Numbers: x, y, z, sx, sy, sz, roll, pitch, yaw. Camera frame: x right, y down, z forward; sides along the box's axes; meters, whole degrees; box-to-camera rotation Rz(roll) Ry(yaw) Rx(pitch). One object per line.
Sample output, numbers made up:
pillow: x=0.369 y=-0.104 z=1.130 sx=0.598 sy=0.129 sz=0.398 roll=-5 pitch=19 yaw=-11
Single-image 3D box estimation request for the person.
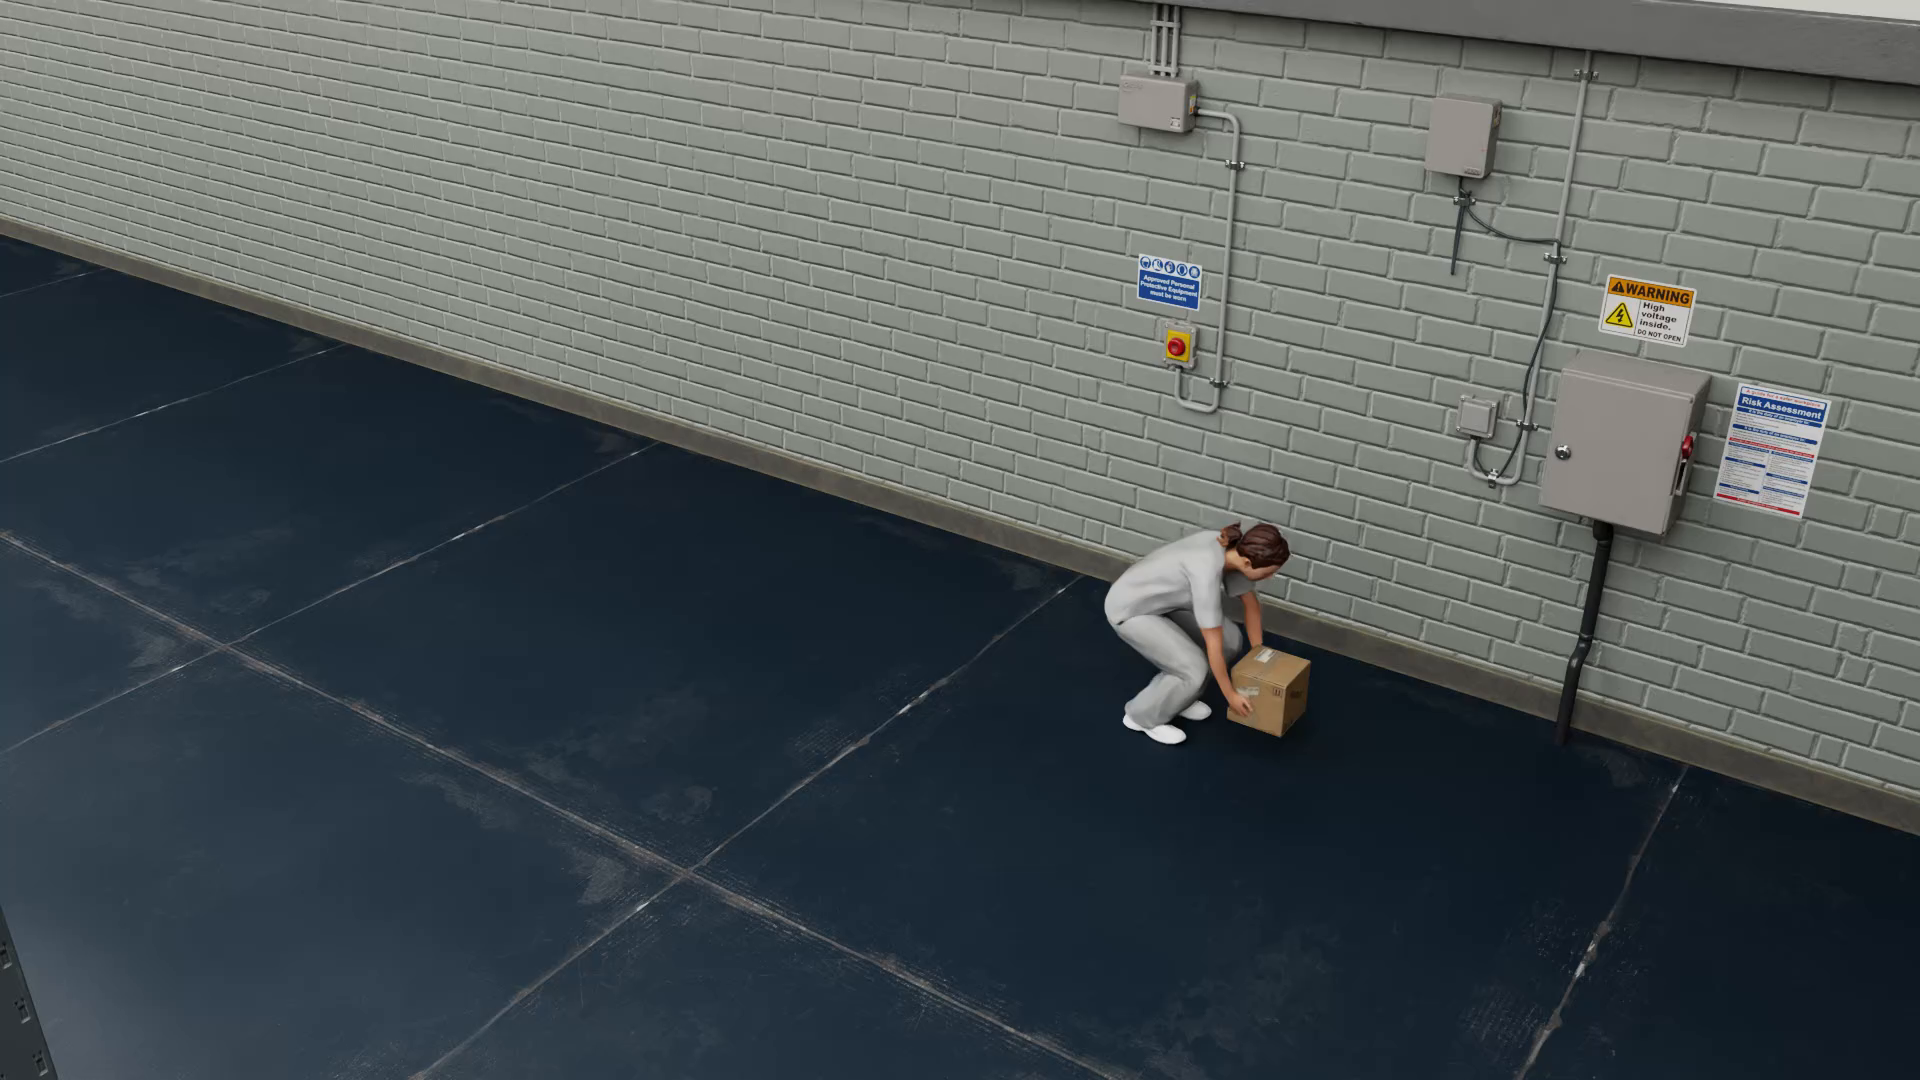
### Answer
person: x=1.005 y=0.351 z=7.125 sx=0.761 sy=1.048 sz=0.491 roll=17 pitch=32 yaw=30
